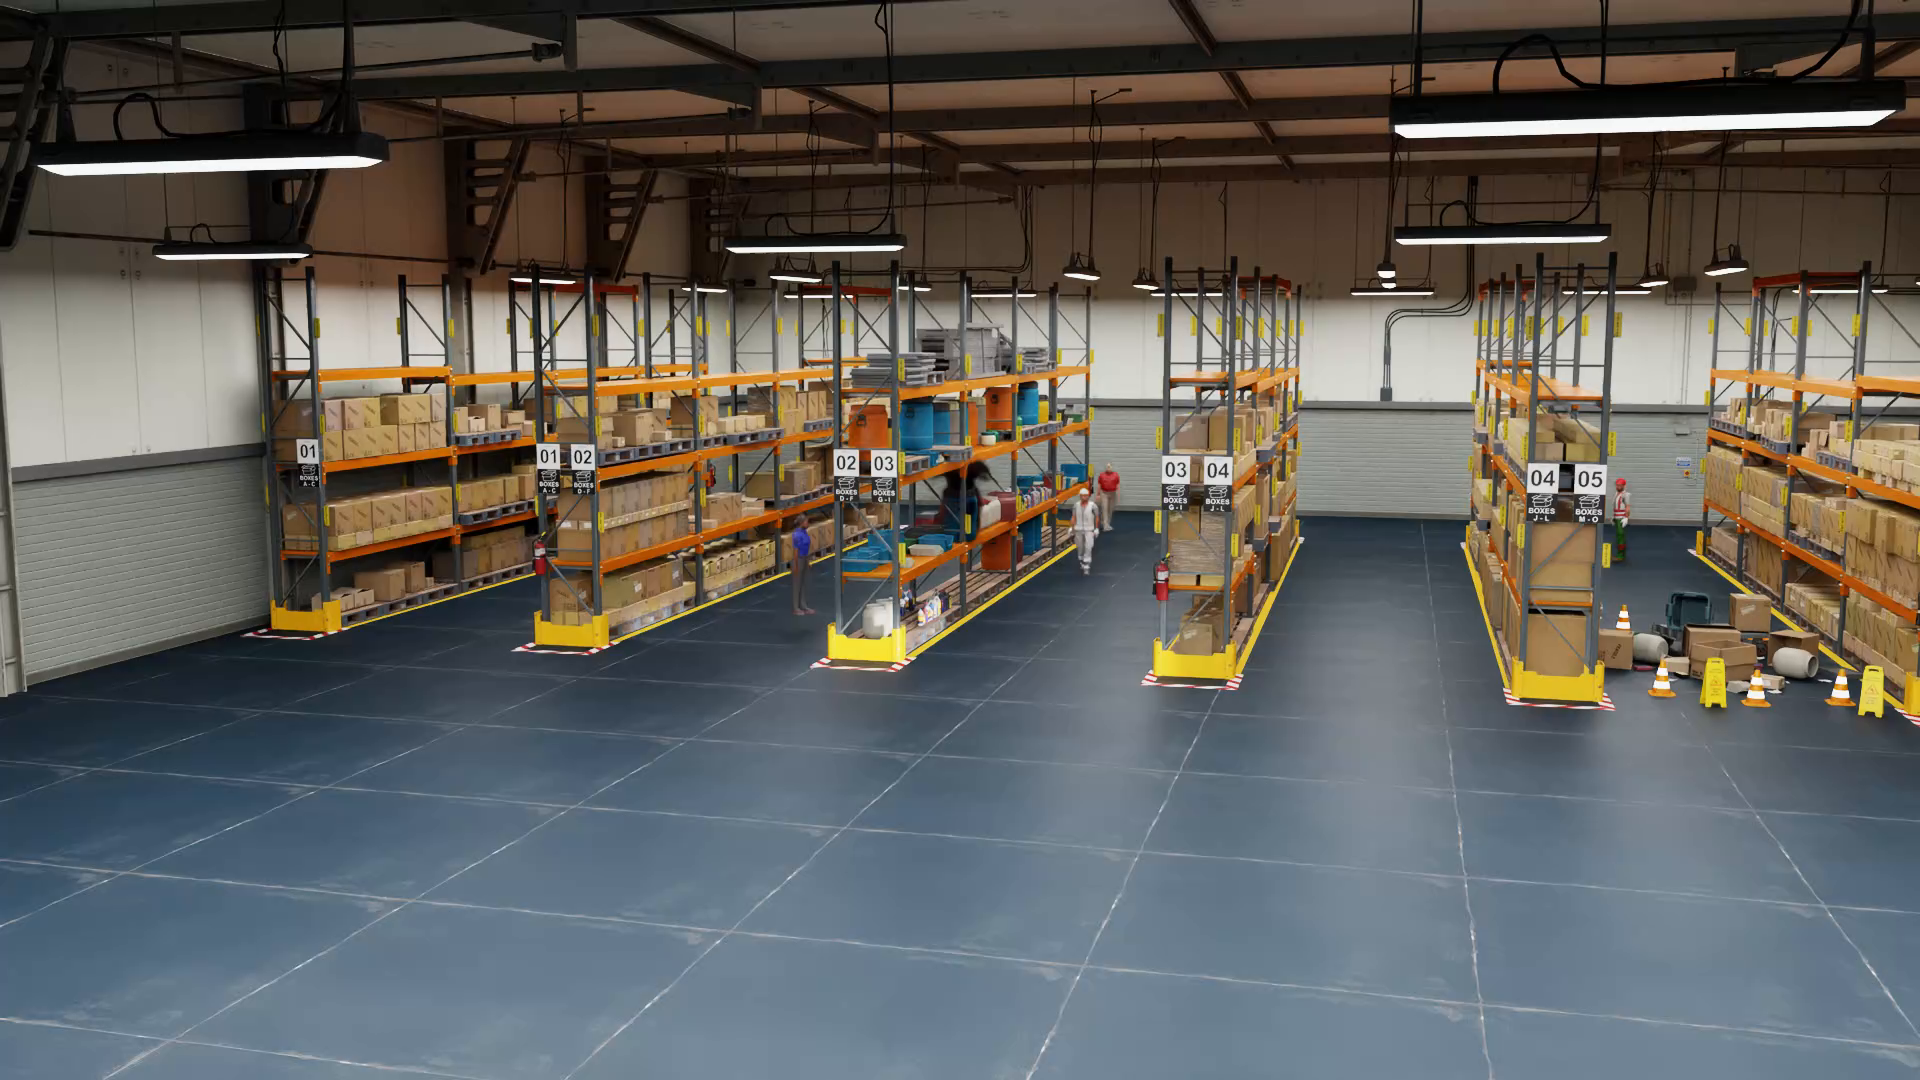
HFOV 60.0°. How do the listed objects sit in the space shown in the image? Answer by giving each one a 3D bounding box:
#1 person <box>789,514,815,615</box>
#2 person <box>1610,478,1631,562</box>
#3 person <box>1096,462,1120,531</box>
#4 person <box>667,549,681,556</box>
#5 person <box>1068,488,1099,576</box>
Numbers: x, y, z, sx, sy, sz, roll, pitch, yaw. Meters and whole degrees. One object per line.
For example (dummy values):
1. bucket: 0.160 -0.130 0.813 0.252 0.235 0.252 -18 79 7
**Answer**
1. person: -2.634 0.403 27.460 0.344 1.673 0.462 2 8 18
2. person: 14.298 -0.448 36.055 0.414 1.793 0.590 2 7 14
3. person: 3.721 -1.077 41.232 0.549 1.718 0.713 -2 8 -18
4. person: -6.392 -0.454 36.840 0.456 1.568 0.637 1 7 8
5. person: 2.522 -0.186 33.966 0.606 1.742 0.975 2 7 12
